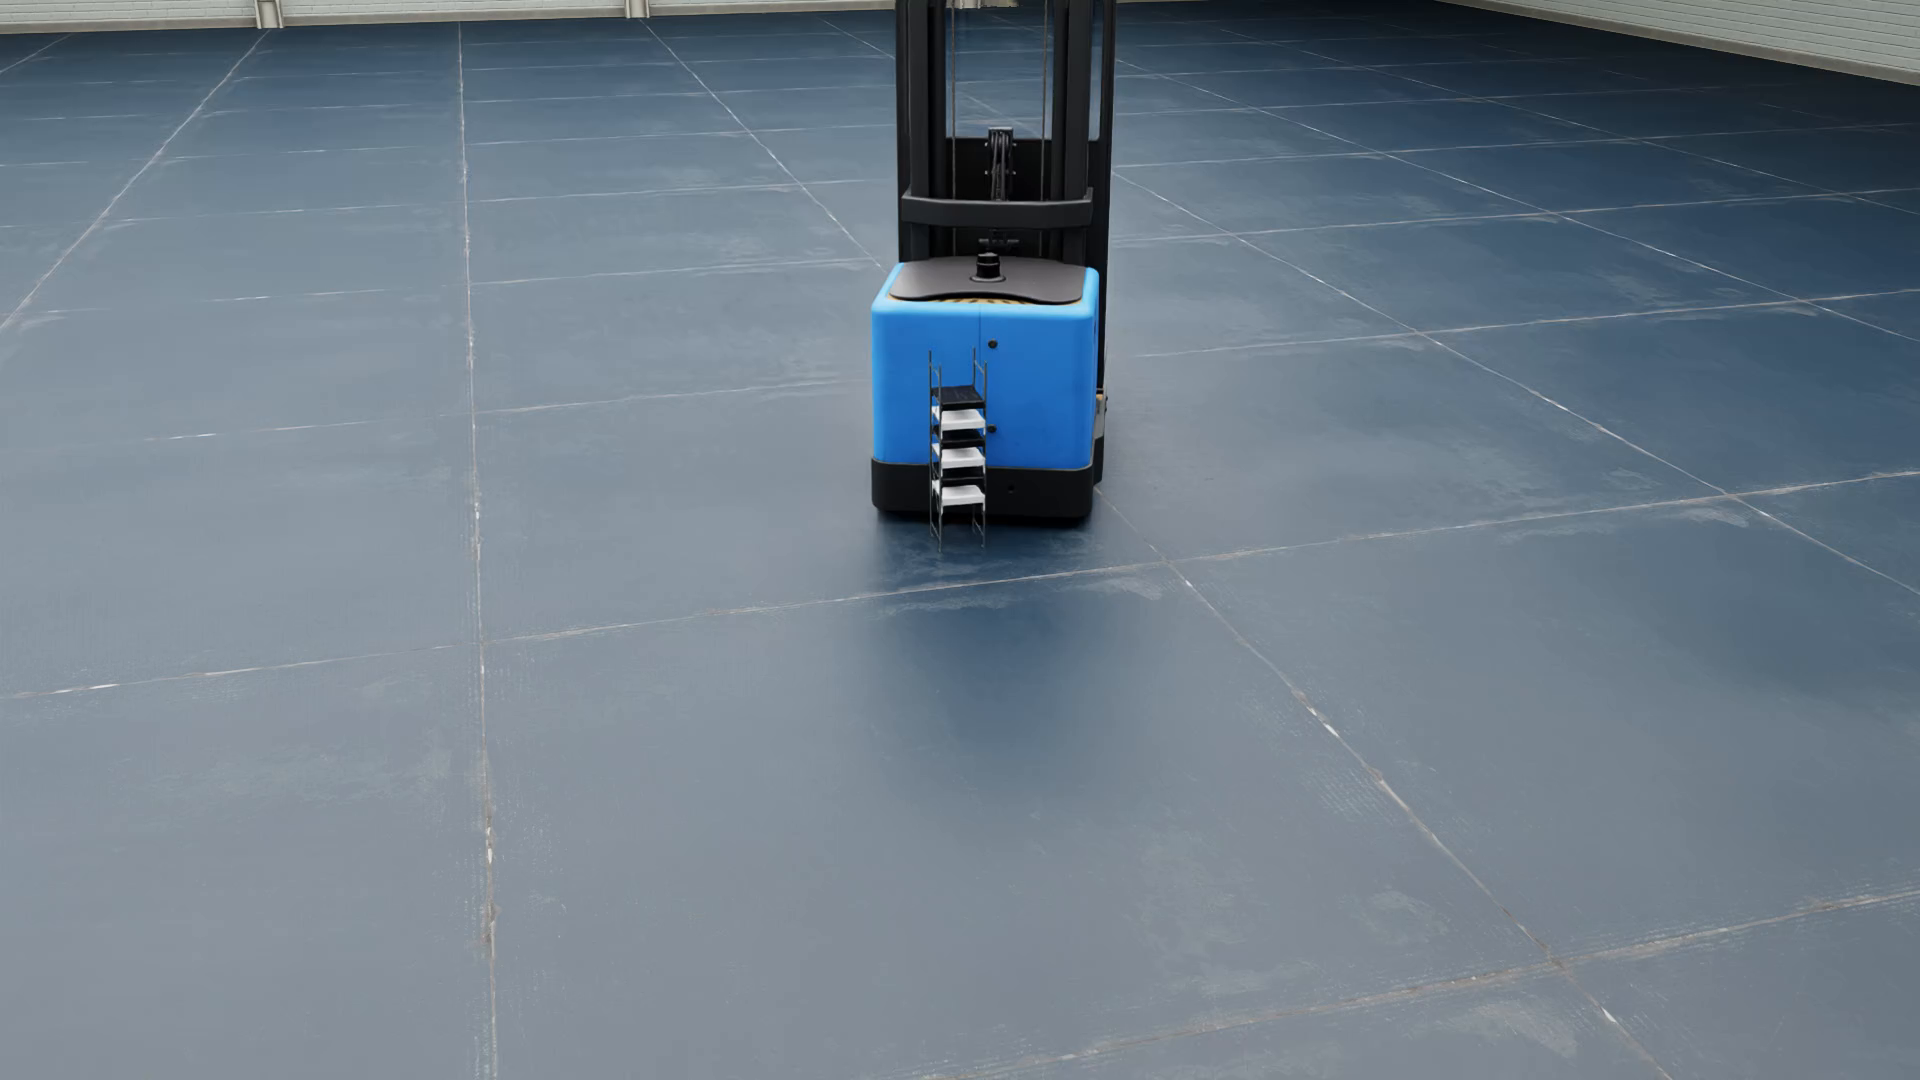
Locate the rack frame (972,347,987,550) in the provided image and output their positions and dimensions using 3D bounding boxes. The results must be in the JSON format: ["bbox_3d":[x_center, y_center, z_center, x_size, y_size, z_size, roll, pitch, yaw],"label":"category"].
[{"bbox_3d":[0.088,-0.413,7.571,0.006,0.900,0.240,-5,24,-12],"label":"rack frame"}]

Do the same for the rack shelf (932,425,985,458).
[{"bbox_3d":[-0.011,-0.456,7.528,0.200,0.077,0.258,-5,24,-12],"label":"rack shelf"}]

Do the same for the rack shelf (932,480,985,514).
[{"bbox_3d":[-0.011,-0.208,7.635,0.200,0.077,0.258,-5,24,-12],"label":"rack shelf"}]

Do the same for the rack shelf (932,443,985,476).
[{"bbox_3d":[-0.011,-0.373,7.564,0.200,0.077,0.258,-5,24,-12],"label":"rack shelf"}]

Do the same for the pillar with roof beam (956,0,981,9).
[{"bbox_3d":[1.308,-12.275,24.945,0.400,9.000,9.100,-6,24,-14],"label":"pillar with roof beam"}]

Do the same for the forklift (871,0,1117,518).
[{"bbox_3d":[0.251,-1.996,8.684,1.130,2.935,3.031,2,23,6],"label":"forklift"}]

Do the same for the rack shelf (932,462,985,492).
[{"bbox_3d":[-0.011,-0.291,7.599,0.200,0.077,0.258,-5,24,-12],"label":"rack shelf"}]

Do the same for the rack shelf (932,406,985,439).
[{"bbox_3d":[-0.011,-0.539,7.493,0.200,0.077,0.258,-5,24,-12],"label":"rack shelf"}]

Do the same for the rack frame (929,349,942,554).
[{"bbox_3d":[-0.111,-0.395,7.530,0.006,0.900,0.240,-5,24,-12],"label":"rack frame"}]

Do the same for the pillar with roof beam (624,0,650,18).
[{"bbox_3d":[-4.469,-11.636,23.455,0.400,9.000,9.100,-6,24,-14],"label":"pillar with roof beam"}]

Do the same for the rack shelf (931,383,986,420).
[{"bbox_3d":[-0.011,-0.622,7.457,0.200,0.077,0.258,-5,24,-12],"label":"rack shelf"}]

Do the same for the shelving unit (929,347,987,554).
[{"bbox_3d":[-0.011,-0.404,7.551,0.210,0.900,0.258,-5,24,-12],"label":"shelving unit"}]

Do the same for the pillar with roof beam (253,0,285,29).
[{"bbox_3d":[-10.246,-10.997,21.966,0.400,9.000,9.100,-6,24,-14],"label":"pillar with roof beam"}]
